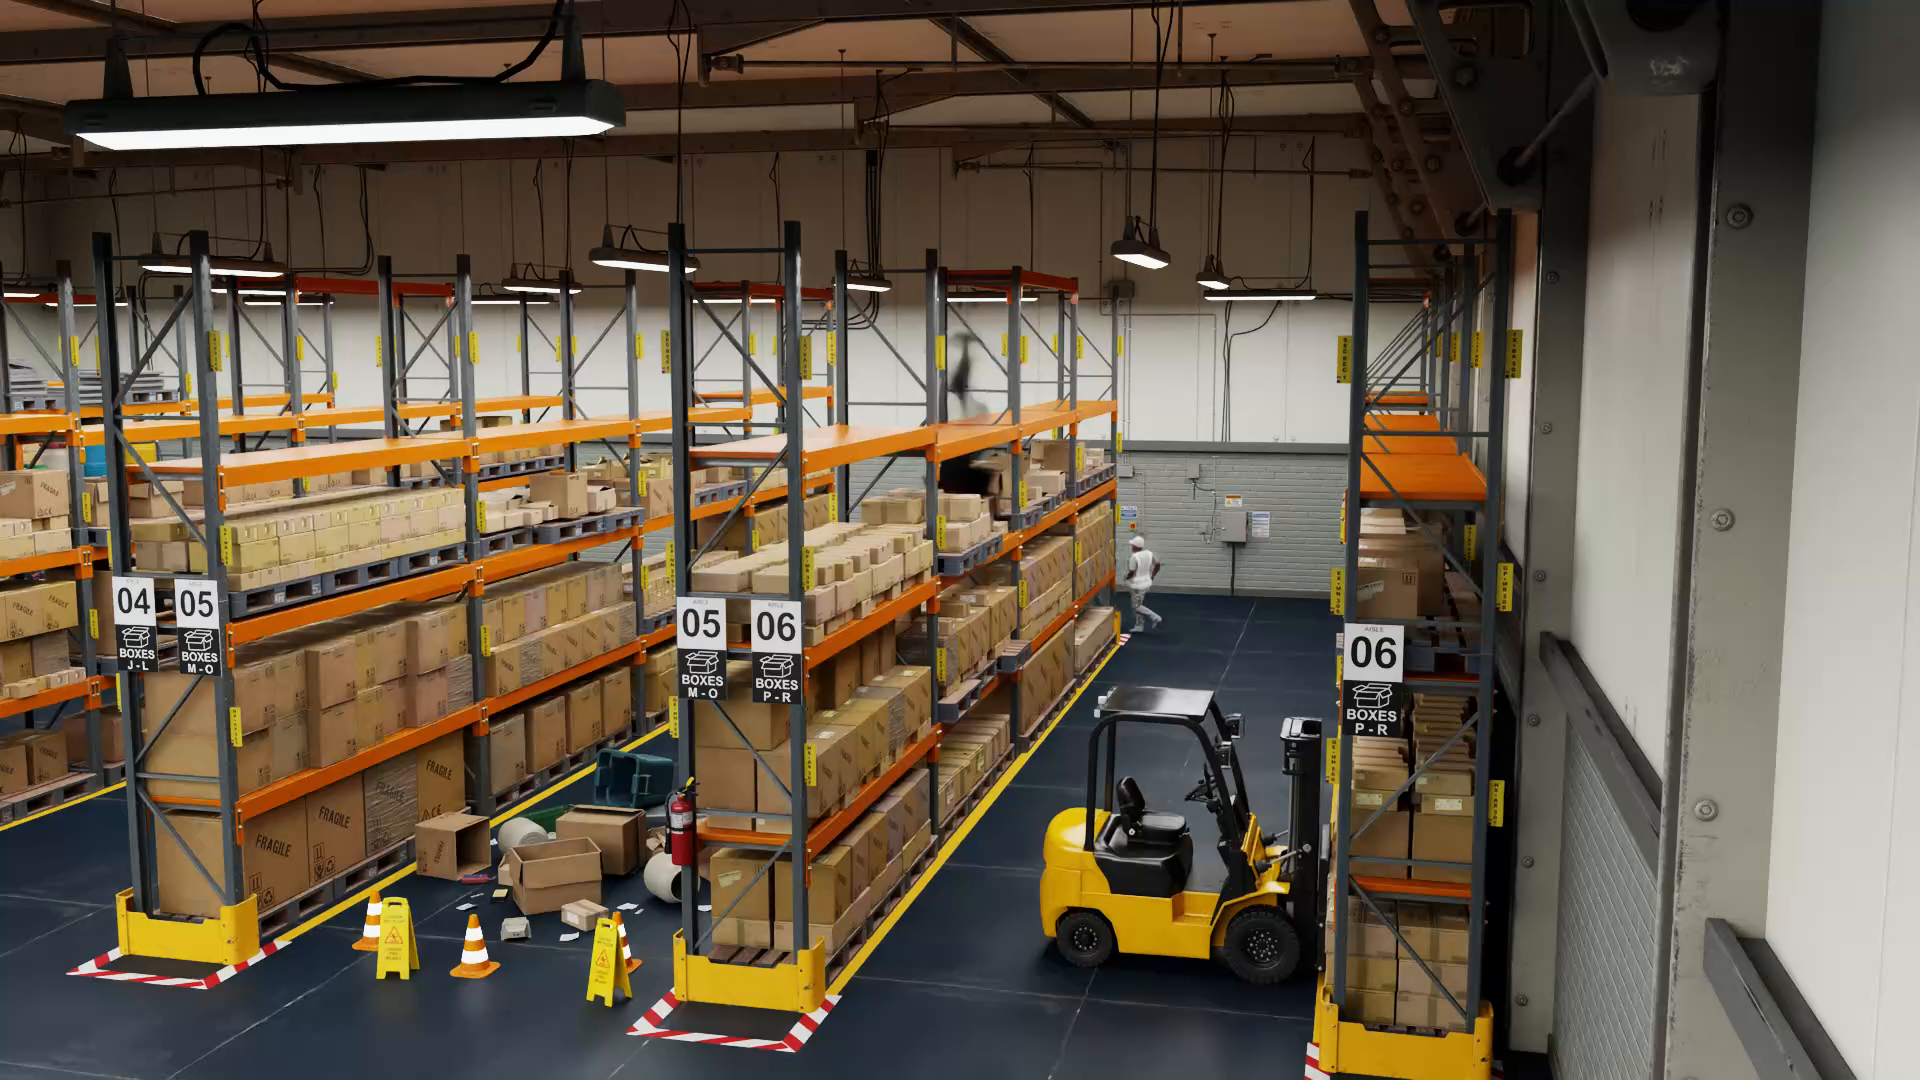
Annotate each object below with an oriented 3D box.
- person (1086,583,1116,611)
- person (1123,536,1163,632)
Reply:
[{"bbox_3d":[2.495,0.734,29.546,0.749,1.757,0.542,0,7,4],"label":"person"},{"bbox_3d":[3.156,0.807,28.828,0.734,1.760,0.804,-7,10,-45],"label":"person"}]
